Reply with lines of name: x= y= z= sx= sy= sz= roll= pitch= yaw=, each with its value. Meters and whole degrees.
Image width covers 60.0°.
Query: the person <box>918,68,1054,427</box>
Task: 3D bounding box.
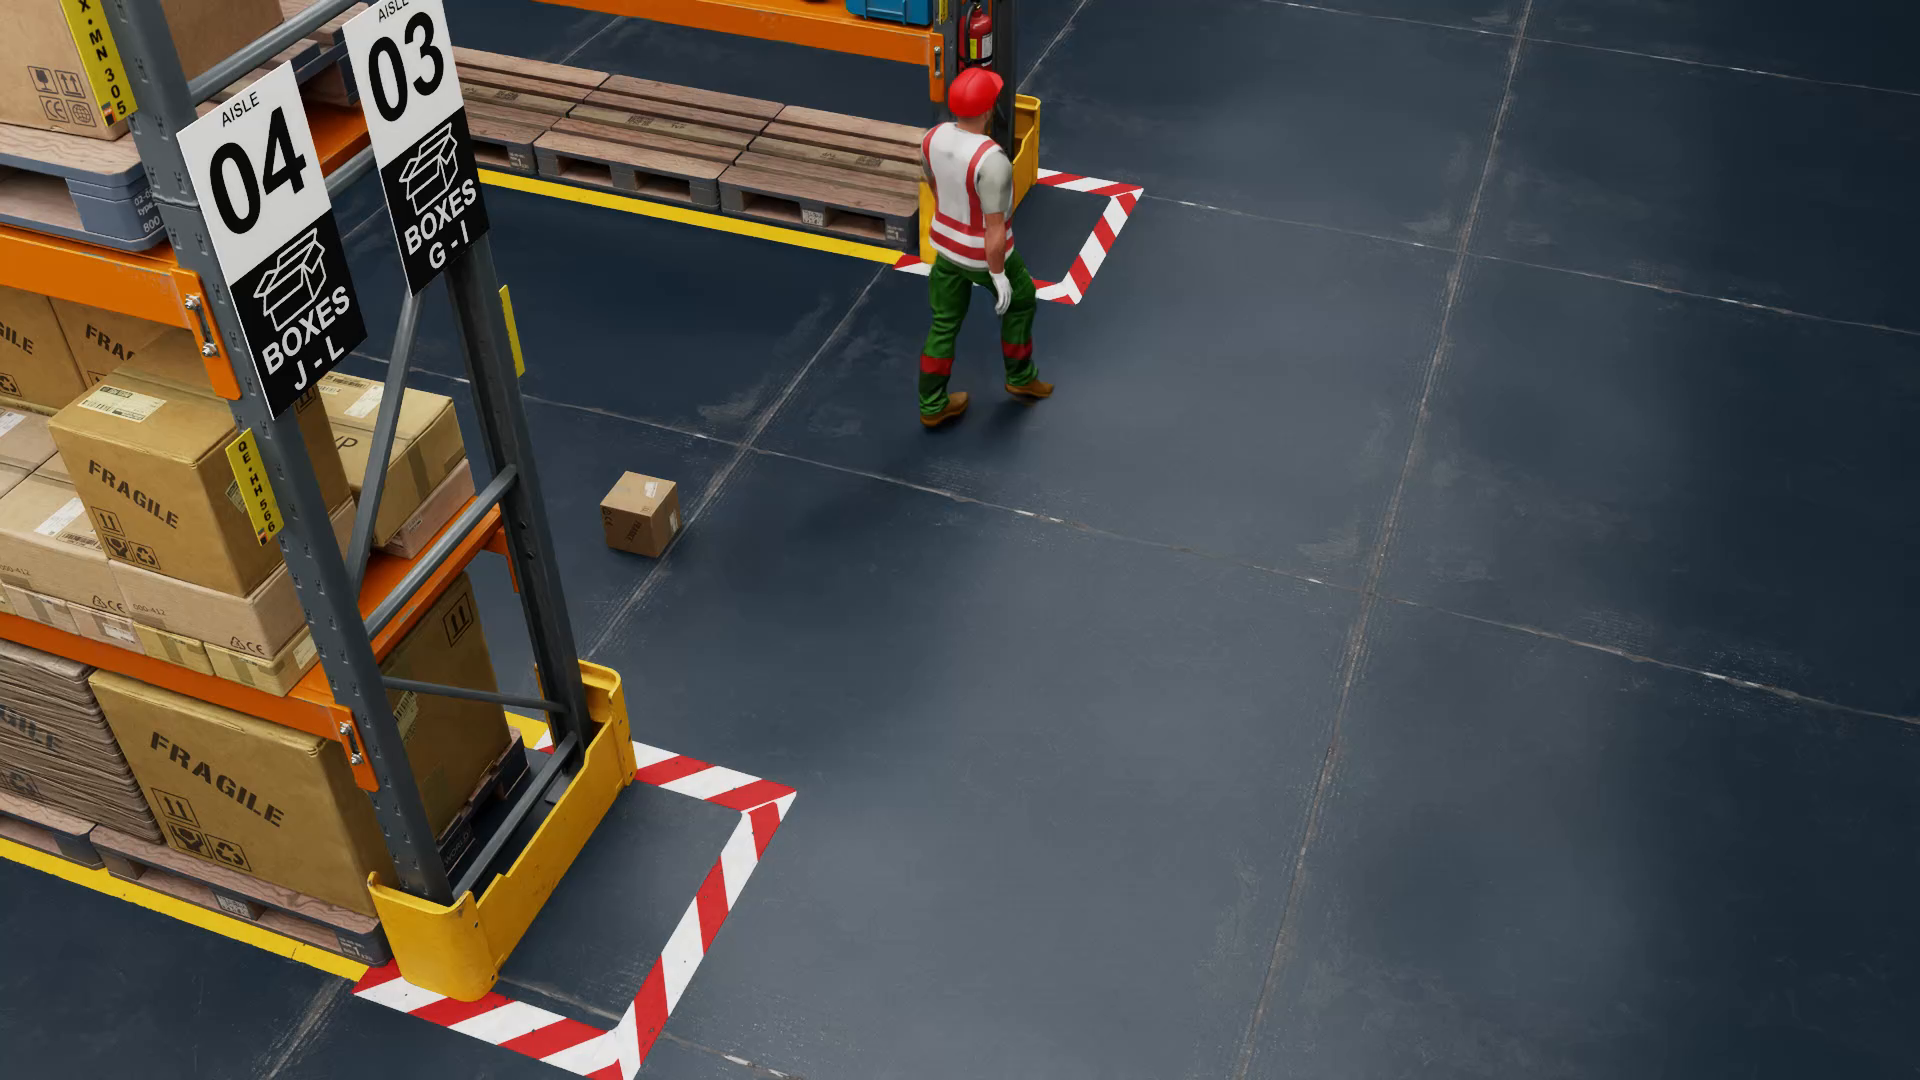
person: x=0.107 y=-1.337 z=7.680 sx=0.595 sy=1.830 sz=0.727 roll=29 pitch=49 yaw=29
